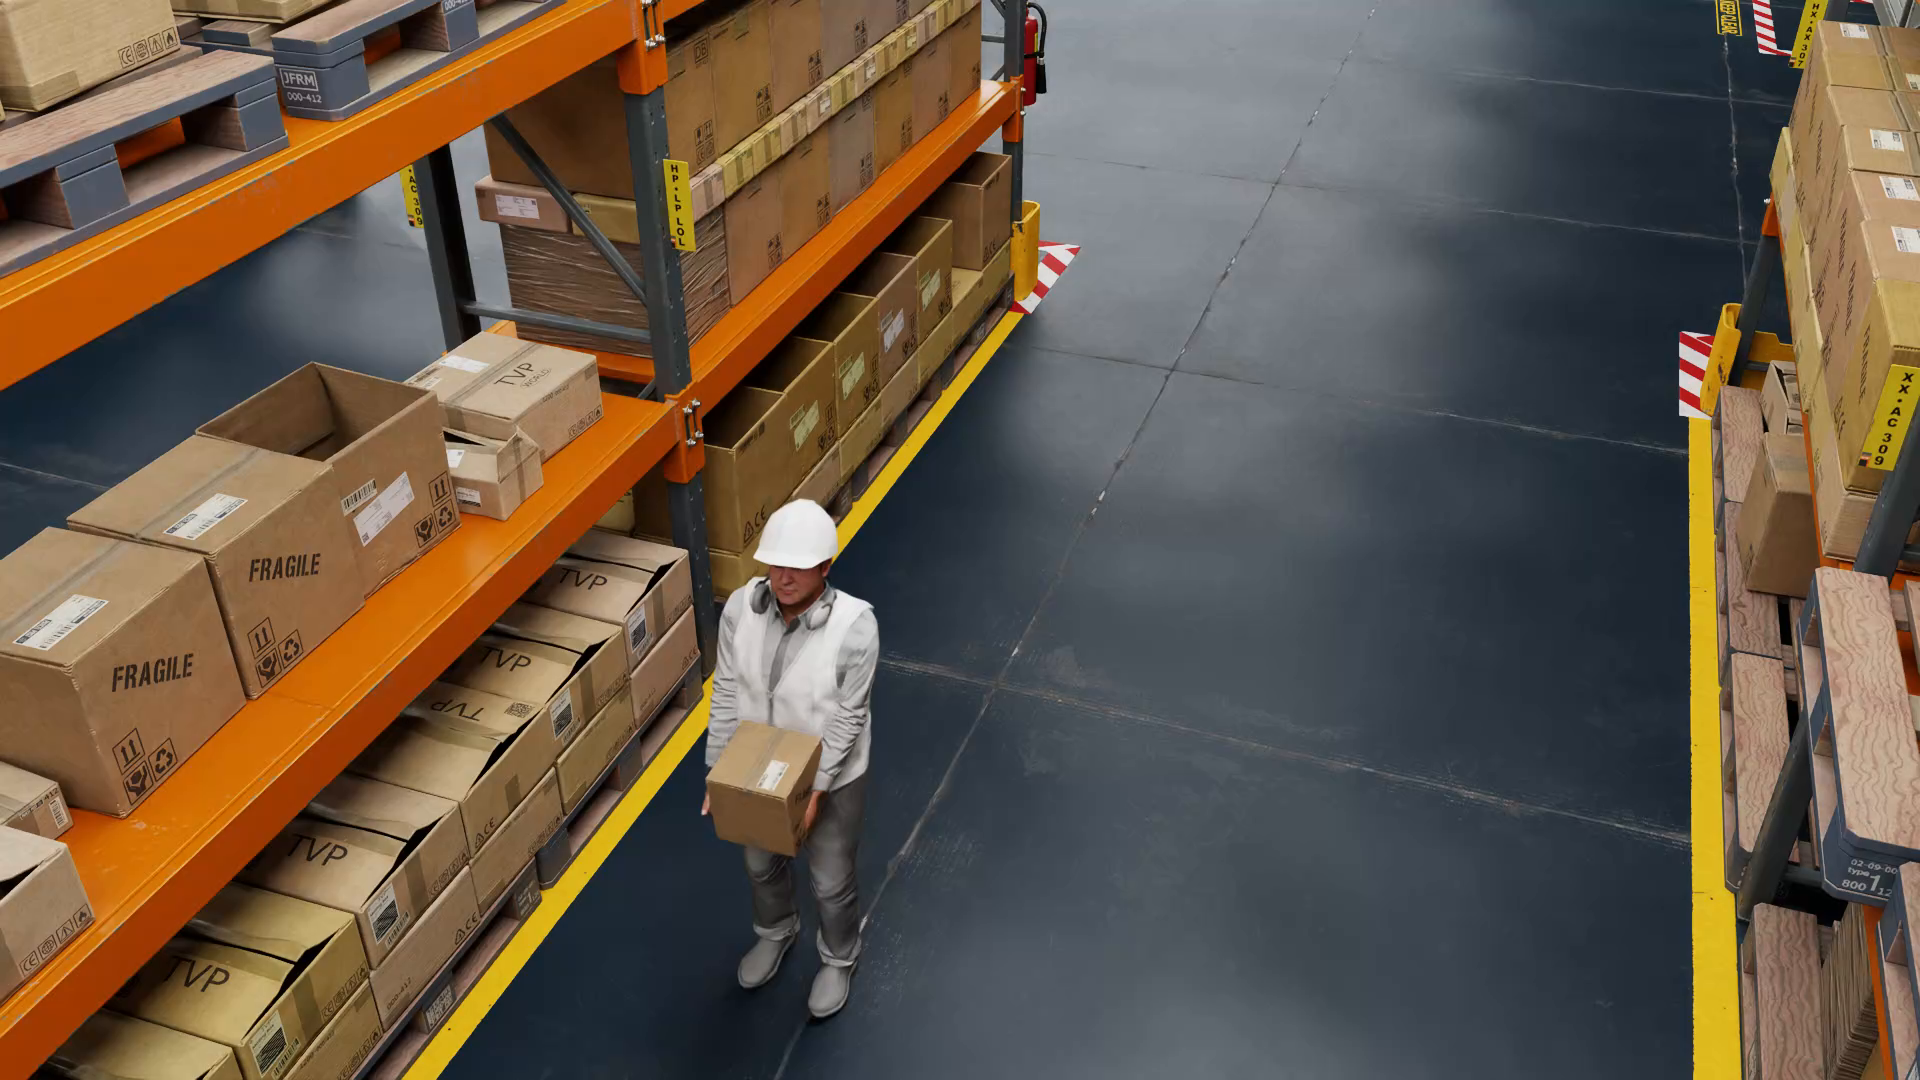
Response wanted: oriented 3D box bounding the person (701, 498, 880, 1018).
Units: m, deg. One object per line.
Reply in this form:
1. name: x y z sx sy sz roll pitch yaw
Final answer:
1. person: -0.508 0.720 5.009 0.502 1.771 0.552 11 35 16
